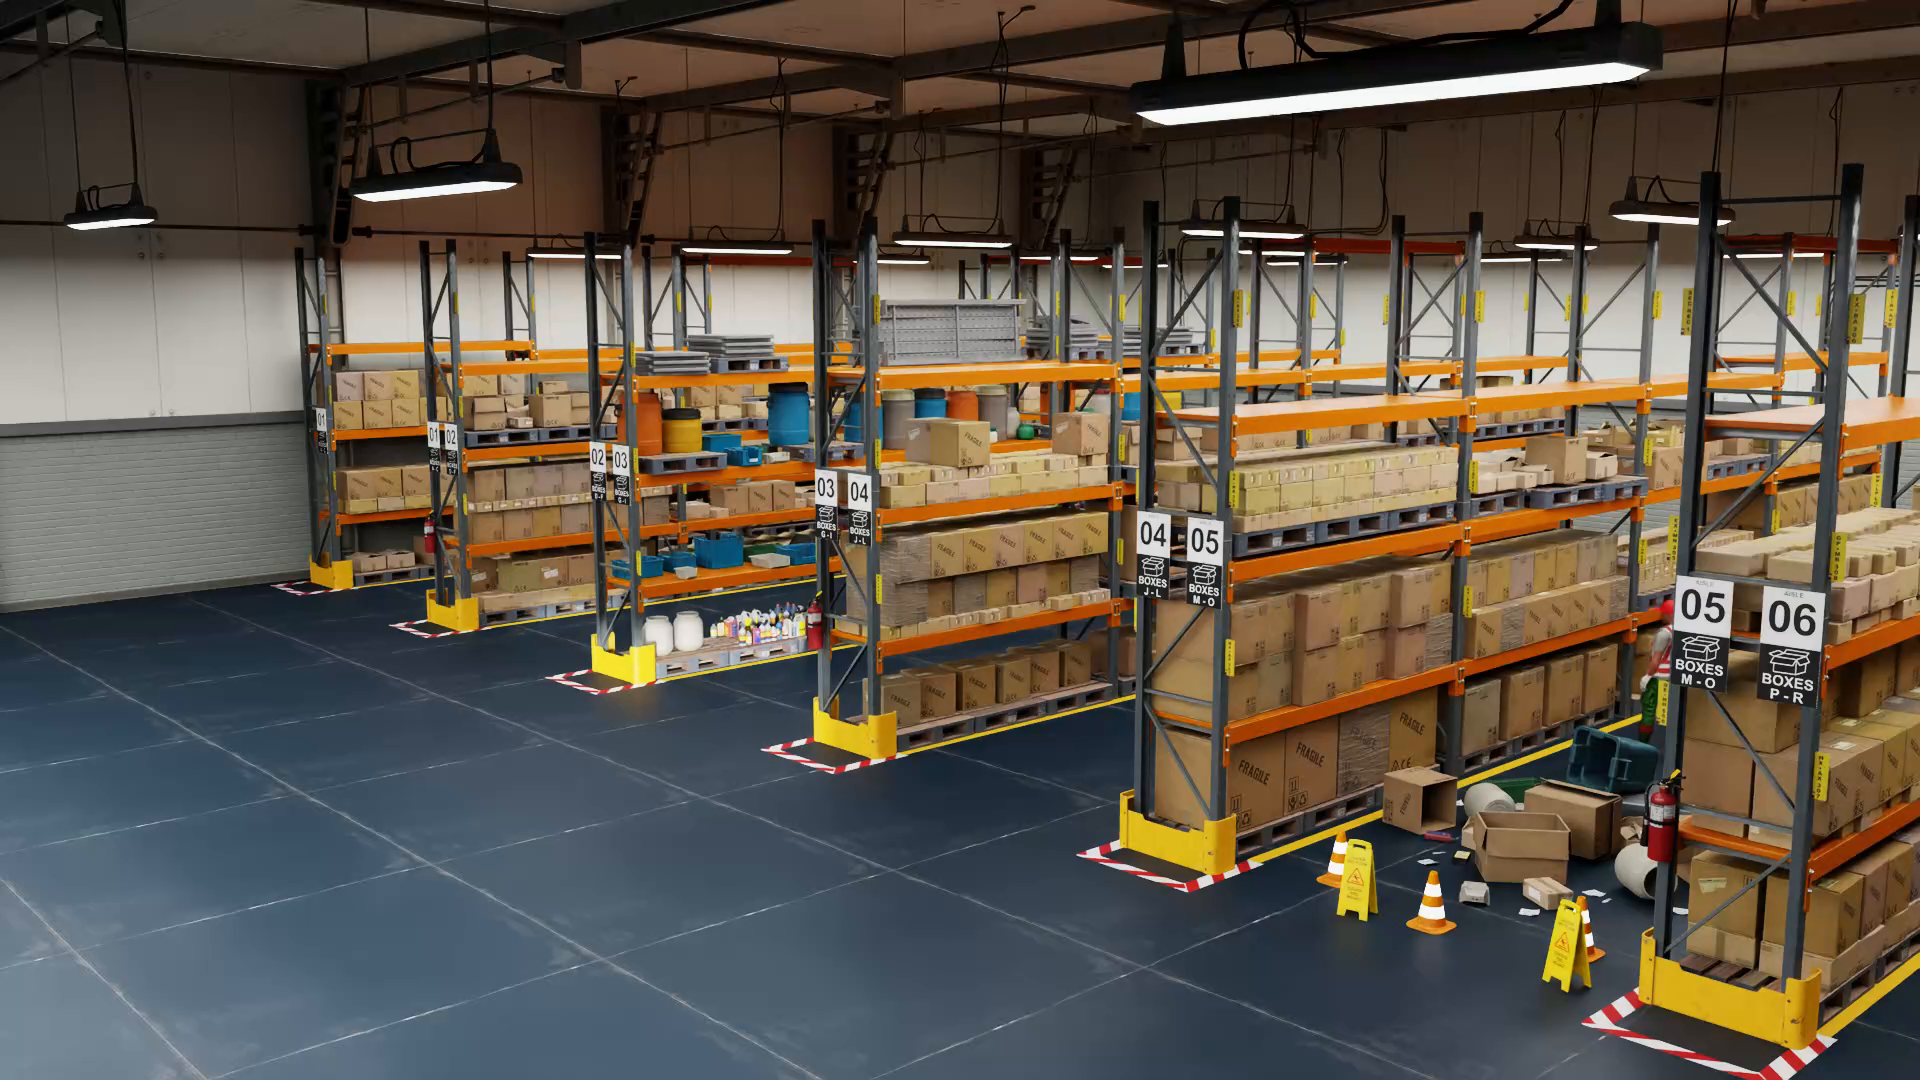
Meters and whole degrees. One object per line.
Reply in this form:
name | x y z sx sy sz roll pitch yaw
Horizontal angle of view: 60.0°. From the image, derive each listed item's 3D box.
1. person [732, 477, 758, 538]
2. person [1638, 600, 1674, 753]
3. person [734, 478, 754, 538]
person | -4.400 -0.531 33.542 0.931 1.577 0.416 -7 11 -39
person | 7.939 1.554 18.755 0.603 1.795 0.463 -1 8 -8
person | -4.213 -0.387 32.298 0.353 1.716 0.493 6 10 36
